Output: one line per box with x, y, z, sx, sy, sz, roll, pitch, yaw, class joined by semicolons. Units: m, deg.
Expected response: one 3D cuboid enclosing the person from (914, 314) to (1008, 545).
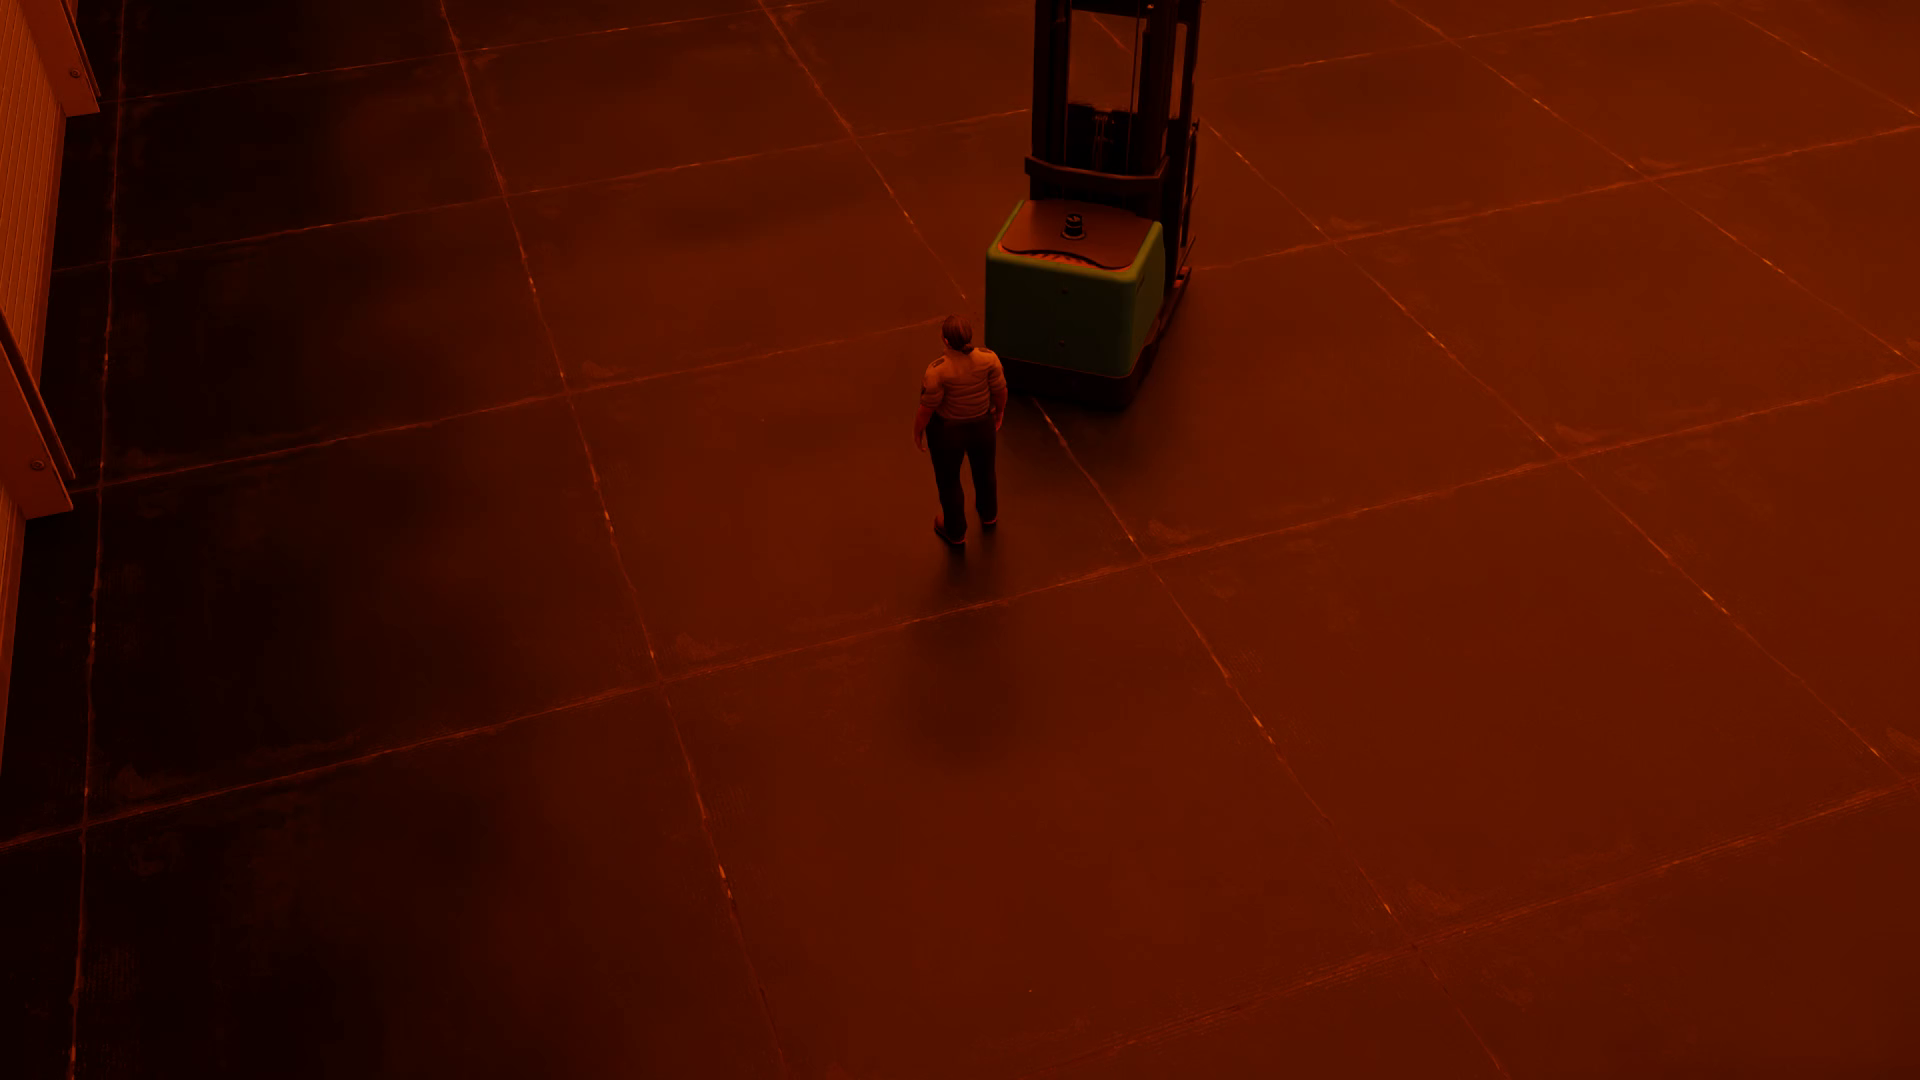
-0.009;-0.696;9.811;0.598;1.651;0.503;-13;42;-15;person

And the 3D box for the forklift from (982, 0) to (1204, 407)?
1.106;-2.974;11.538;1.130;2.935;3.031;12;42;14;forklift
